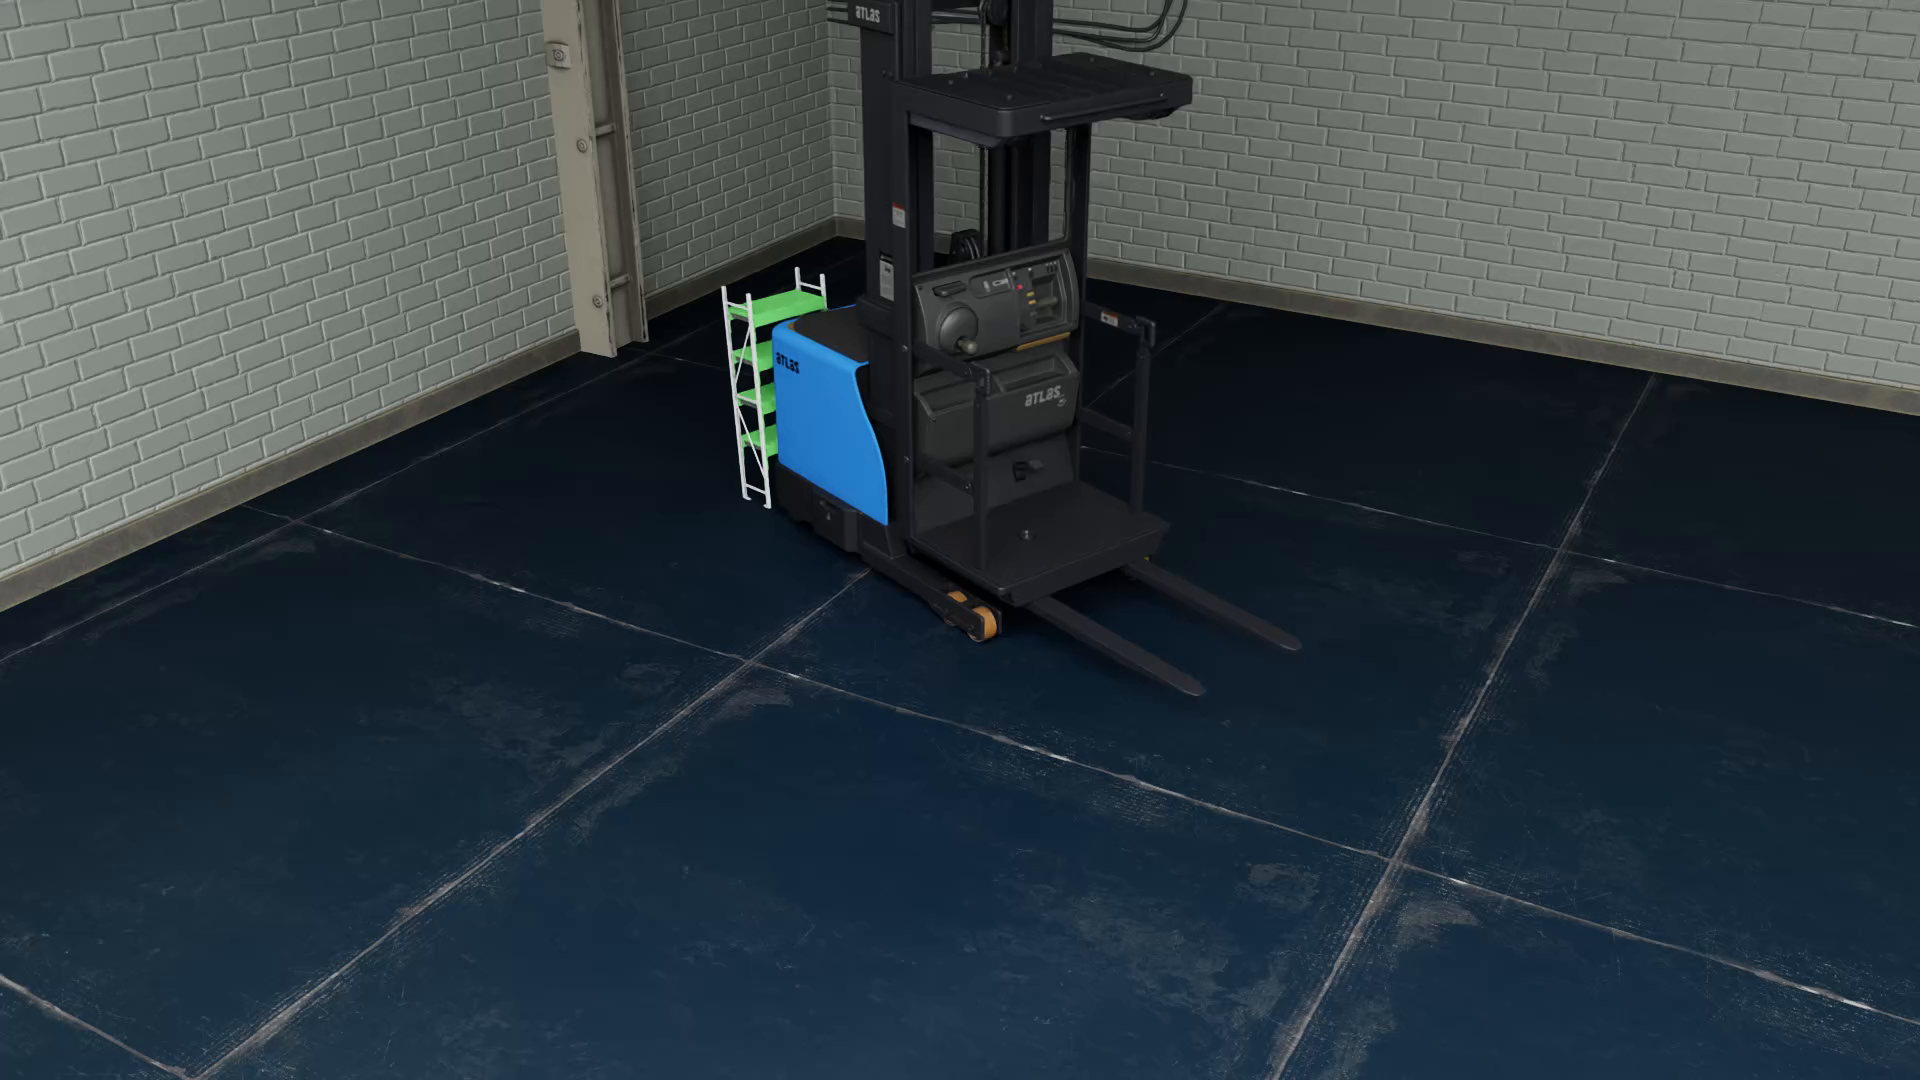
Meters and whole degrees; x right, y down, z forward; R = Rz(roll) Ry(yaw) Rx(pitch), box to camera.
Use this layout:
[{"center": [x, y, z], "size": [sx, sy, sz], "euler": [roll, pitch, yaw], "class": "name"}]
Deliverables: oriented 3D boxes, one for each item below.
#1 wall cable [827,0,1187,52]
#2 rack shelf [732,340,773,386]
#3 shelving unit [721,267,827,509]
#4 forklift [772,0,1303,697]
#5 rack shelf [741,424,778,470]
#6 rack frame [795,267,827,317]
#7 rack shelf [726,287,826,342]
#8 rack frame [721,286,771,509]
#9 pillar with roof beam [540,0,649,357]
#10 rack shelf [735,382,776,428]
[{"center": [0.221, -4.832, 11.820], "size": [3.097, 2.526, 0.112], "euler": [14, 30, 26], "class": "wall cable"}, {"center": [-0.970, -0.988, 8.972], "size": [0.480, 0.148, 0.258], "euler": [-23, 31, -38], "class": "rack shelf"}, {"center": [-0.963, -0.827, 9.044], "size": [0.503, 1.200, 0.258], "euler": [-23, 31, -38], "class": "shelving unit"}, {"center": [0.315, -1.084, 7.641], "size": [1.130, 2.935, 3.031], "euler": [-19, 32, -34], "class": "forklift"}, {"center": [-0.950, -0.549, 9.167], "size": [0.480, 0.148, 0.258], "euler": [-23, 31, -38], "class": "rack shelf"}, {"center": [-0.785, -0.901, 9.193], "size": [0.015, 1.200, 0.240], "euler": [-23, 31, -38], "class": "rack frame"}, {"center": [-0.981, -1.207, 8.875], "size": [0.480, 0.148, 0.258], "euler": [-23, 31, -38], "class": "rack shelf"}, {"center": [-1.141, -0.752, 8.894], "size": [0.015, 1.200, 0.240], "euler": [-23, 31, -38], "class": "rack frame"}, {"center": [1.369, -4.416, 7.519], "size": [9.100, 9.000, 0.400], "euler": [14, 30, 26], "class": "pillar with roof beam"}, {"center": [-0.960, -0.768, 9.069], "size": [0.480, 0.148, 0.258], "euler": [-23, 31, -38], "class": "rack shelf"}]
